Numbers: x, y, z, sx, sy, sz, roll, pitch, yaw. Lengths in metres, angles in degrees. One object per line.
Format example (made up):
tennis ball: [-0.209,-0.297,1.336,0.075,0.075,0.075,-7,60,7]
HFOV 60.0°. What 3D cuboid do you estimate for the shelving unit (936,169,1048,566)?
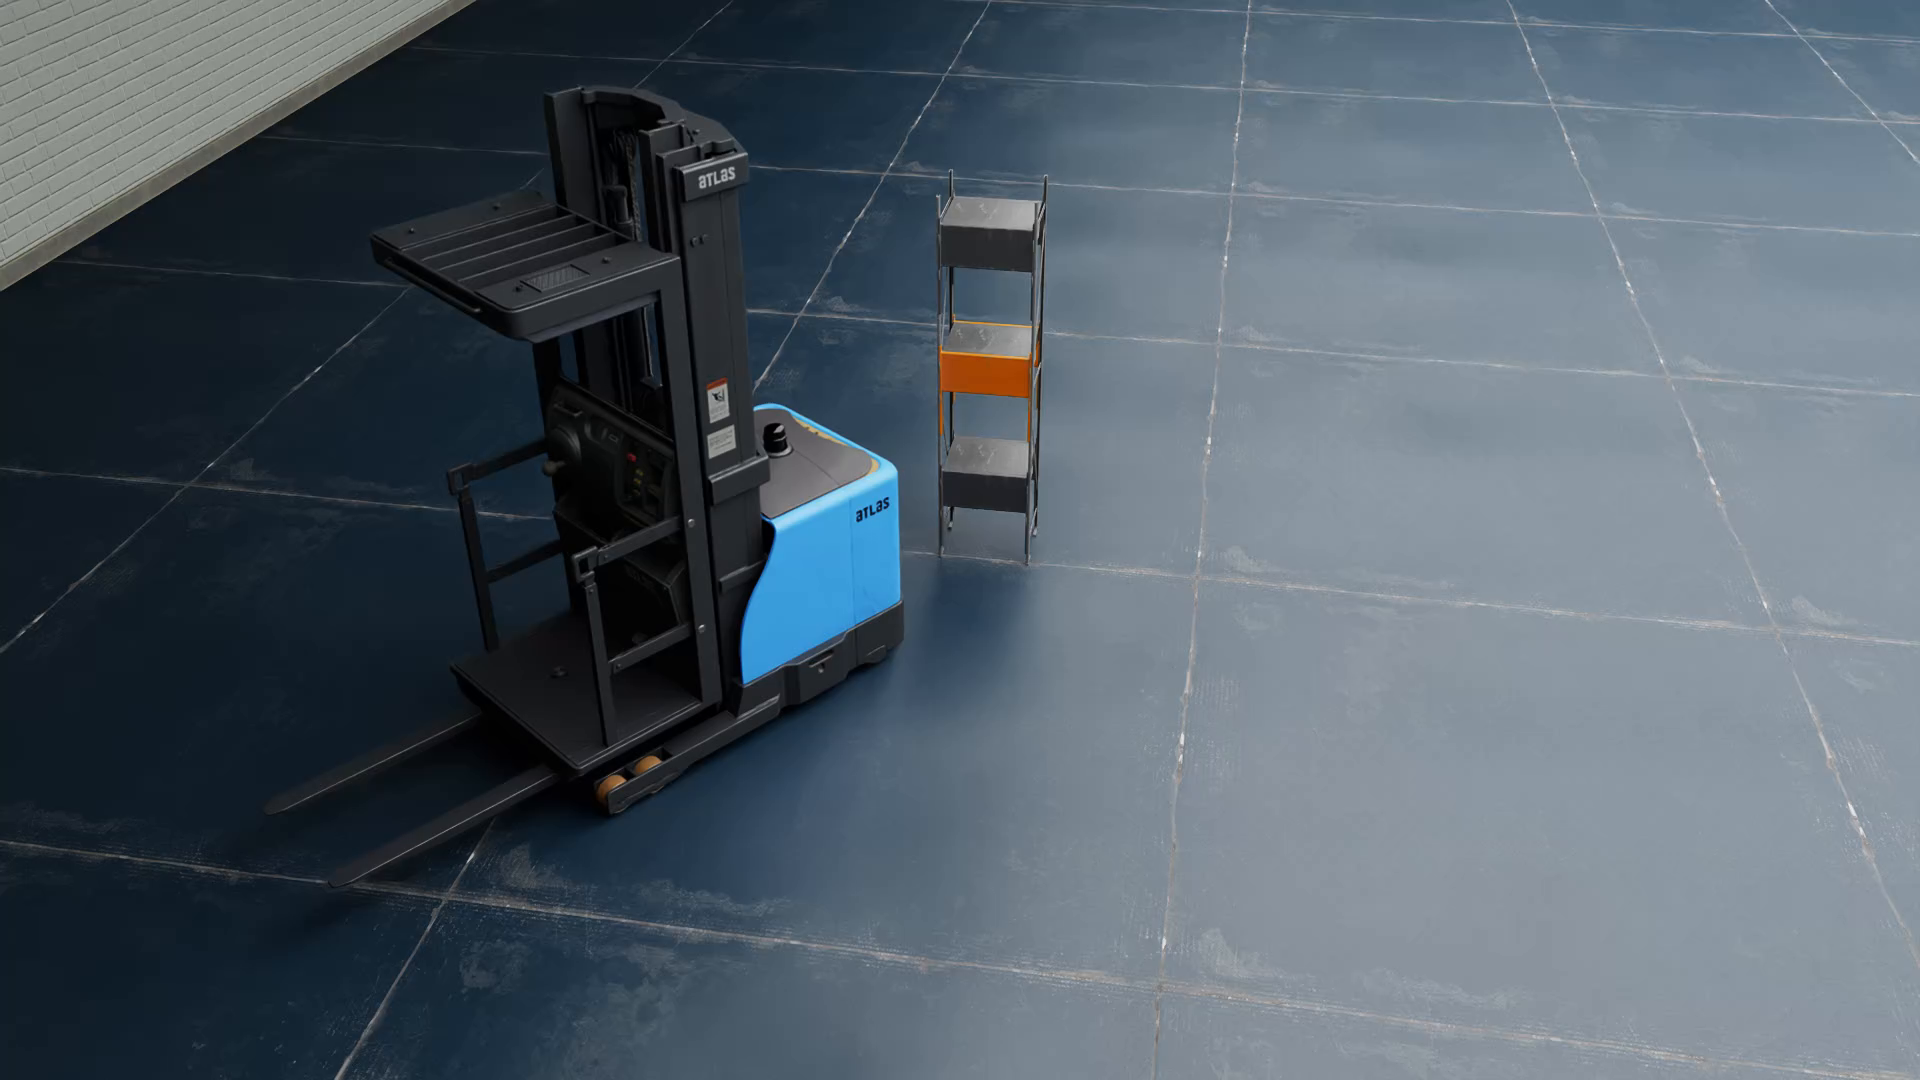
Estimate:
shelving unit: [0.163,-0.875,8.843,0.503,2.100,0.431,5,32,8]

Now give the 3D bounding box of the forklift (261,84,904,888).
forklift: [-1.691,-0.328,7.186,3.031,2.935,1.130,-27,41,-36]

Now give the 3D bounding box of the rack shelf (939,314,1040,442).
rack shelf: [0.163,-0.864,8.850,0.480,0.518,0.431,5,32,8]

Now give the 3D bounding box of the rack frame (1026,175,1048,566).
rack frame: [0.404,-0.853,8.808,0.015,2.100,0.400,5,32,8]

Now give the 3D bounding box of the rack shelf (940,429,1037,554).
rack shelf: [0.163,-0.270,9.222,0.480,0.518,0.431,5,32,8]

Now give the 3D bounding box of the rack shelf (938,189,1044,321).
rack shelf: [0.163,-1.457,8.479,0.480,0.518,0.431,5,32,8]

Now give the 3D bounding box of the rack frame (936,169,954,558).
rack frame: [-0.077,-0.897,8.878,0.015,2.100,0.400,5,32,8]
